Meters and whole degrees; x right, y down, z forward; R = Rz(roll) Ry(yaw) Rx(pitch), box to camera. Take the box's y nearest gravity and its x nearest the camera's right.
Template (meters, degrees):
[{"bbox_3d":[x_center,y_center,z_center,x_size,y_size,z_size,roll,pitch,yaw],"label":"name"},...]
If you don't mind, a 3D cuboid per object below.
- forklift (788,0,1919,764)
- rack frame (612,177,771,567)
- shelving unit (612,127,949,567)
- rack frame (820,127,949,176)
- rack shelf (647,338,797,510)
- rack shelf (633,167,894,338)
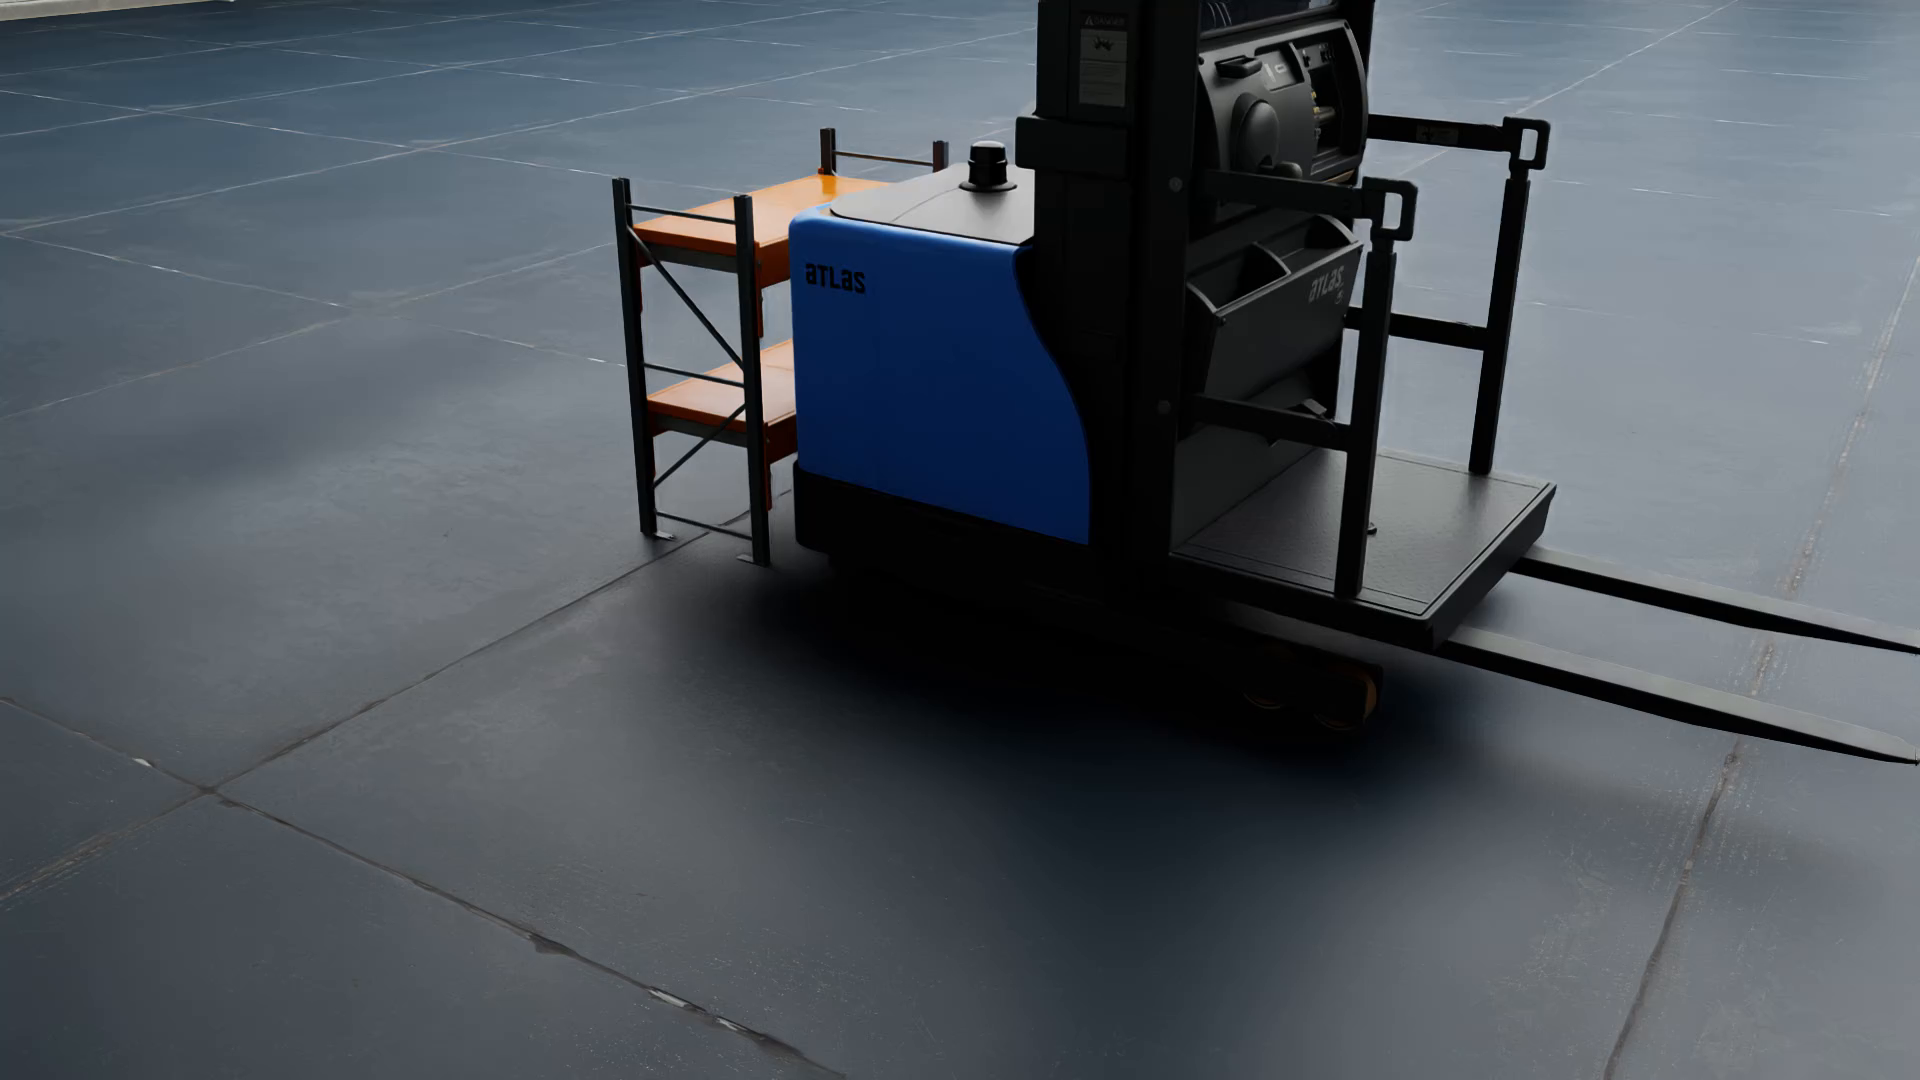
[{"bbox_3d":[1.003,-1.109,4.123,3.031,2.935,1.130,15,28,31],"label":"forklift"},{"bbox_3d":[-0.798,-0.491,4.969,0.500,1.125,0.032,14,27,29],"label":"rack frame"},{"bbox_3d":[-0.527,-0.662,5.364,0.538,1.125,1.048,14,27,29],"label":"shelving unit"},{"bbox_3d":[-0.256,-0.833,5.758,0.500,1.125,0.032,14,27,29],"label":"rack frame"},{"bbox_3d":[-0.527,-0.438,5.461,0.538,0.278,1.000,14,27,29],"label":"rack shelf"},{"bbox_3d":[-0.527,-0.931,5.248,0.538,0.278,1.000,14,27,29],"label":"rack shelf"}]
